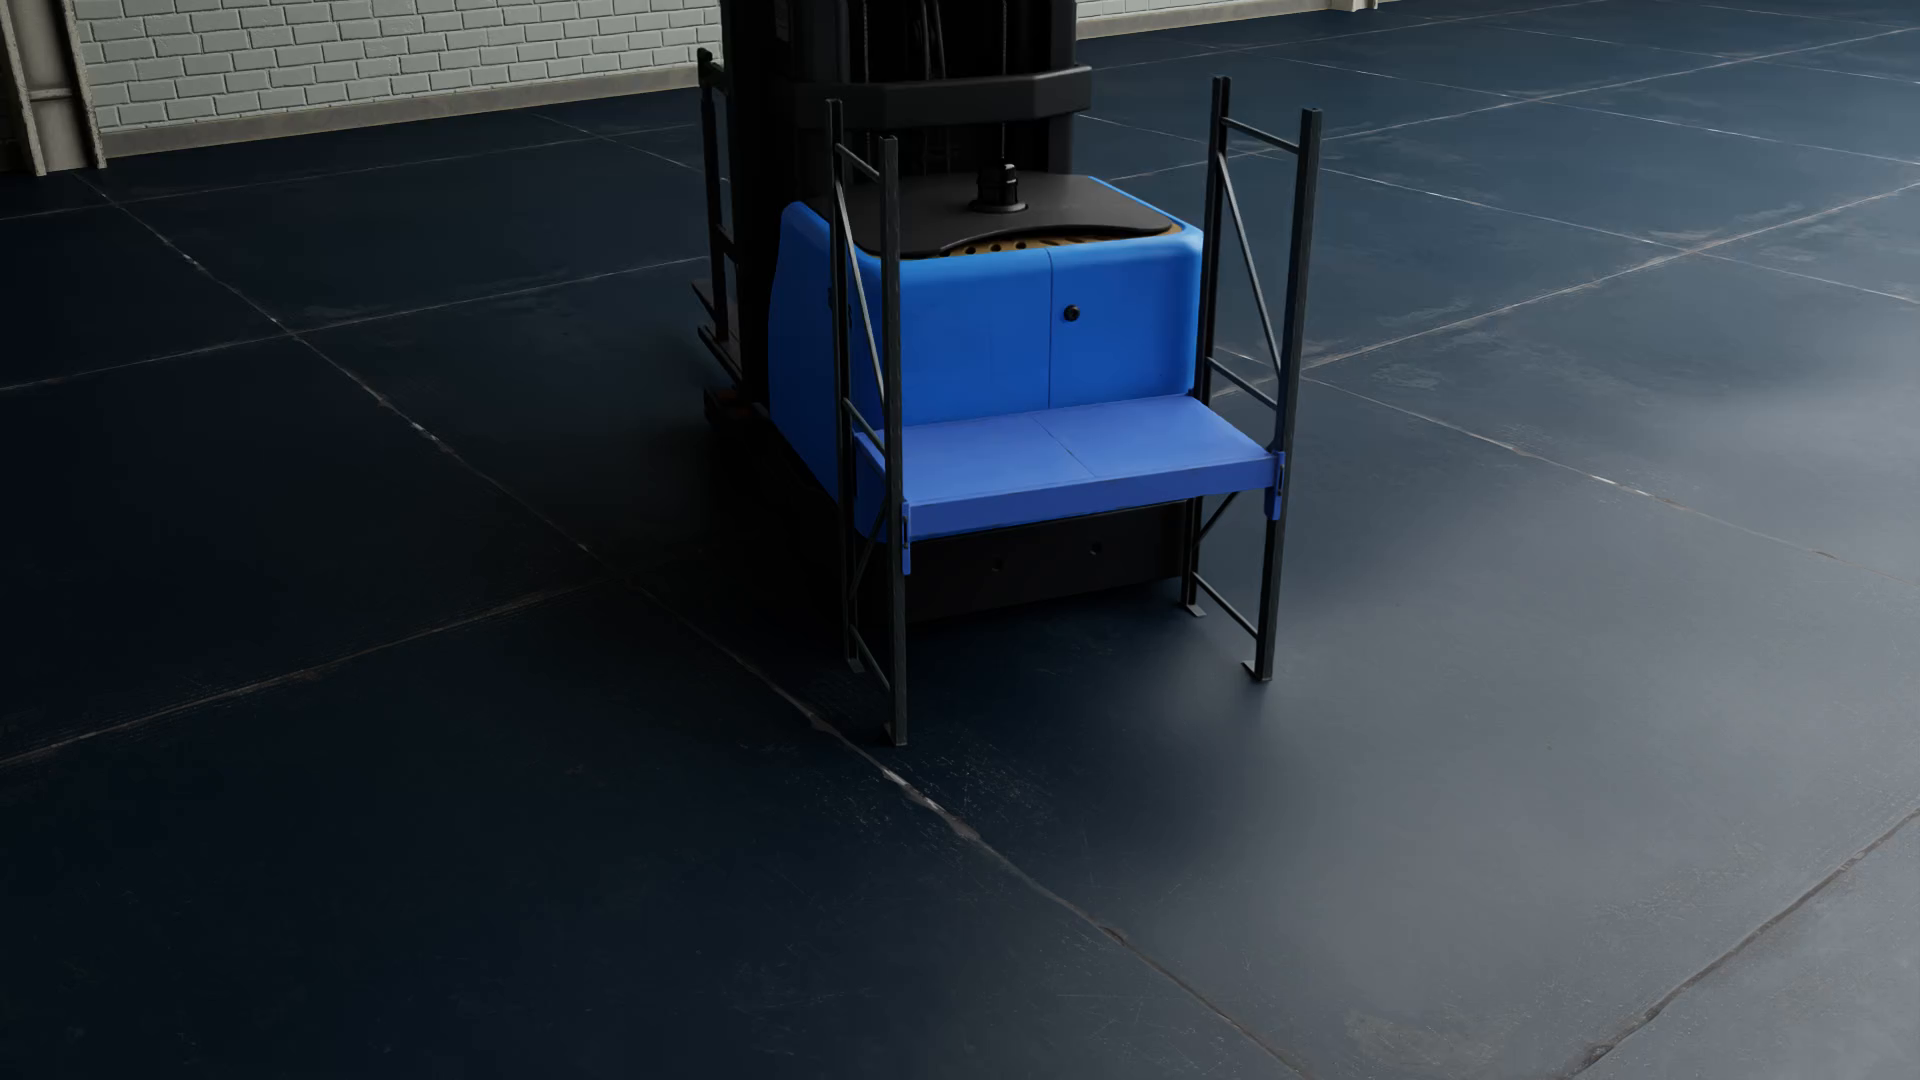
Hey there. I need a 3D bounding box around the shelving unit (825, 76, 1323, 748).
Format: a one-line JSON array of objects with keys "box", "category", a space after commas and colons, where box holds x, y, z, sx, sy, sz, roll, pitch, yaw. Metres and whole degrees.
[{"box": [0.256, -0.333, 4.186, 1.048, 1.500, 0.538, -8, 26, -17], "category": "shelving unit"}]

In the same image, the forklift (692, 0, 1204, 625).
[{"box": [-0.291, -1.691, 5.411, 1.130, 2.935, 3.031, -9, 26, -19], "category": "forklift"}]

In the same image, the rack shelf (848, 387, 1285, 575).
[{"box": [0.256, -0.170, 4.261, 1.000, 0.185, 0.538, -8, 26, -17], "category": "rack shelf"}]

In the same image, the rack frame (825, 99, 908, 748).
[{"box": [-0.225, -0.264, 4.038, 0.032, 1.500, 0.500, -8, 26, -17], "category": "rack frame"}]

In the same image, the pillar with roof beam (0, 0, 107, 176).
[{"box": [-2.800, -4.930, 5.184, 0.400, 9.000, 9.100, -18, 31, -34], "category": "pillar with roof beam"}]

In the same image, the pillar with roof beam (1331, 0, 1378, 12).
[{"box": [6.643, -8.048, 11.901, 0.400, 9.000, 9.100, -18, 31, -34], "category": "pillar with roof beam"}]

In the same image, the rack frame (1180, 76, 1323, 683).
[{"box": [0.738, -0.401, 4.333, 0.032, 1.500, 0.500, -8, 26, -17], "category": "rack frame"}]
